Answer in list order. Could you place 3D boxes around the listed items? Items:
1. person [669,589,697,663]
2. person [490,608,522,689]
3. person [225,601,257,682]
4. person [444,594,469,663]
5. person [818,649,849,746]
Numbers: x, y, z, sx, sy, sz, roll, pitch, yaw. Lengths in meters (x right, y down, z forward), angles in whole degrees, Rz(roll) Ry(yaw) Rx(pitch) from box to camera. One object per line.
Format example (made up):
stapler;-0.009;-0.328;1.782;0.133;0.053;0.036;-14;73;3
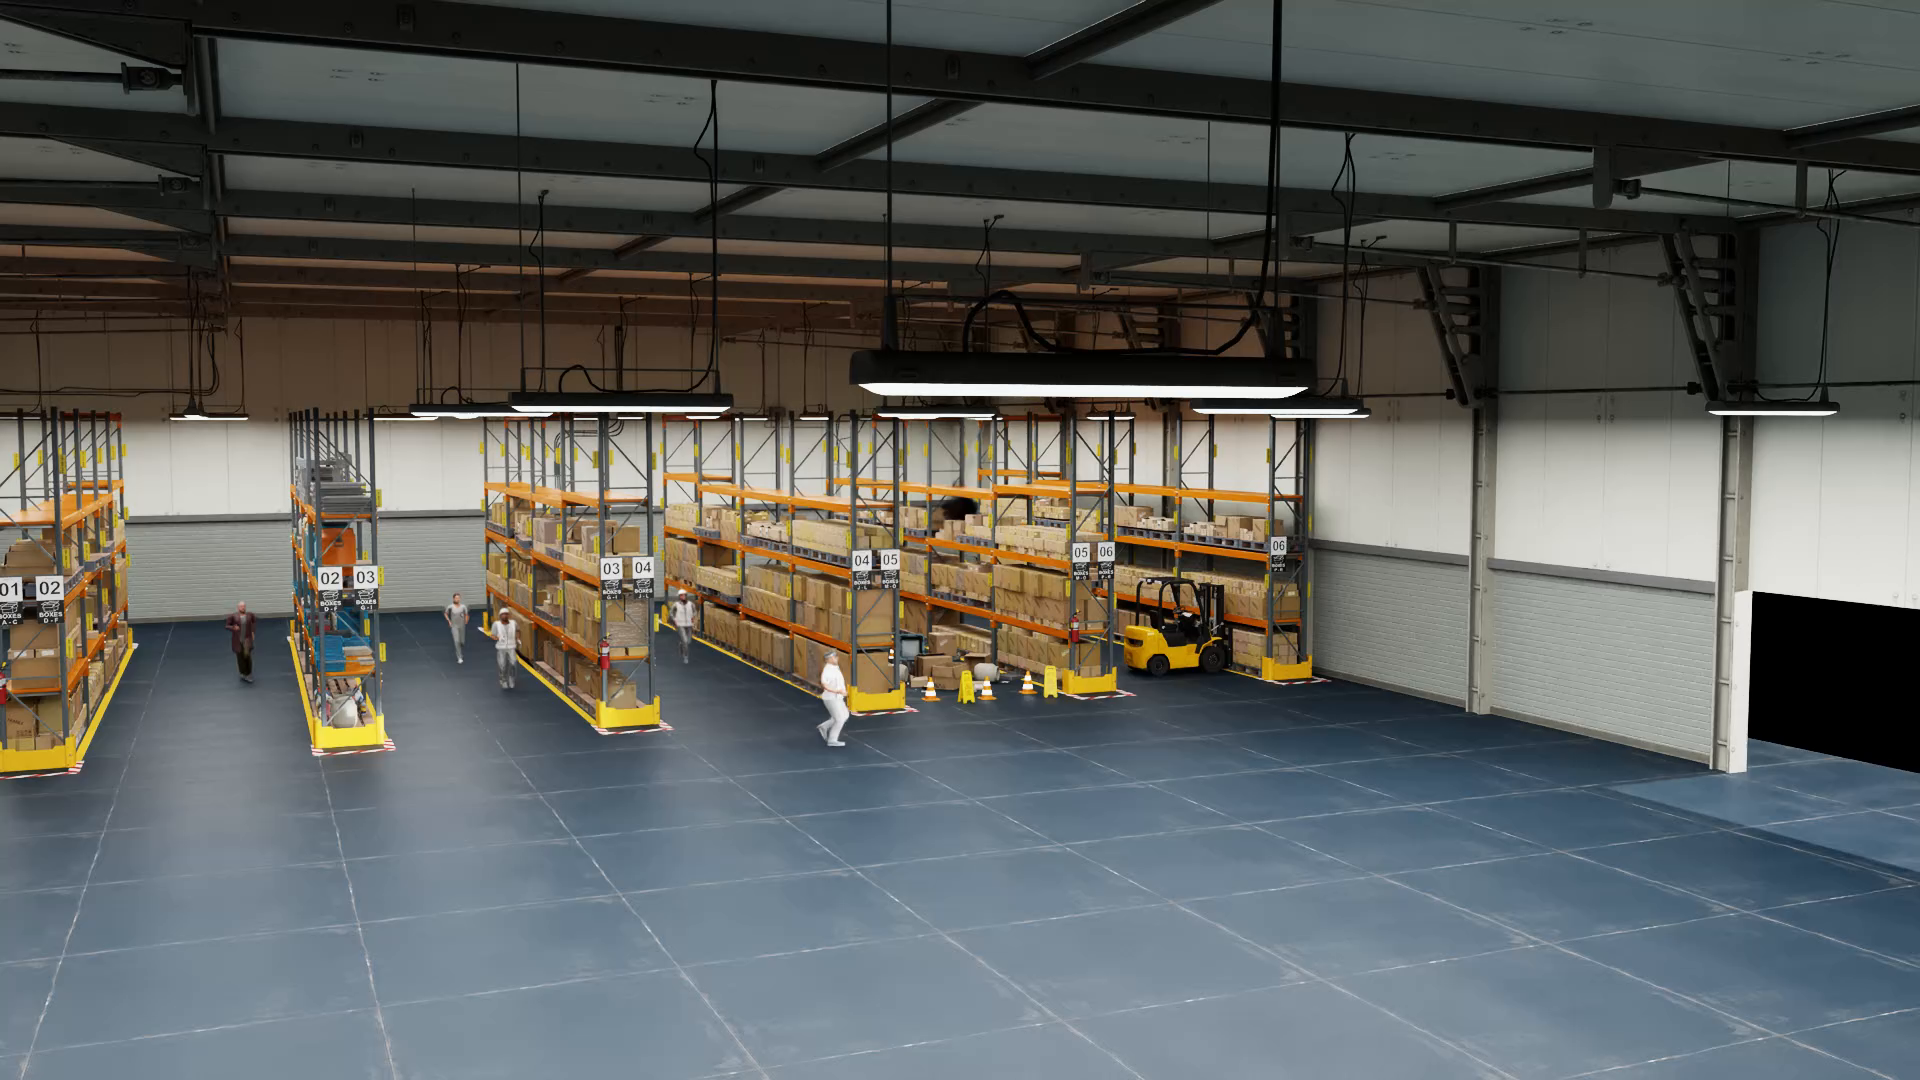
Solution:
person;-6.658;2.062;40.045;0.668;1.765;0.697;-2;4;-26
person;-9.720;2.332;35.658;0.662;1.748;0.659;-2;4;-21
person;-15.925;2.317;36.866;0.664;1.746;0.807;-2;4;-25
person;-12.113;2.108;40.059;0.565;1.653;0.787;-2;4;-26
person;-2.229;2.787;29.489;0.582;1.732;0.645;1;4;9
